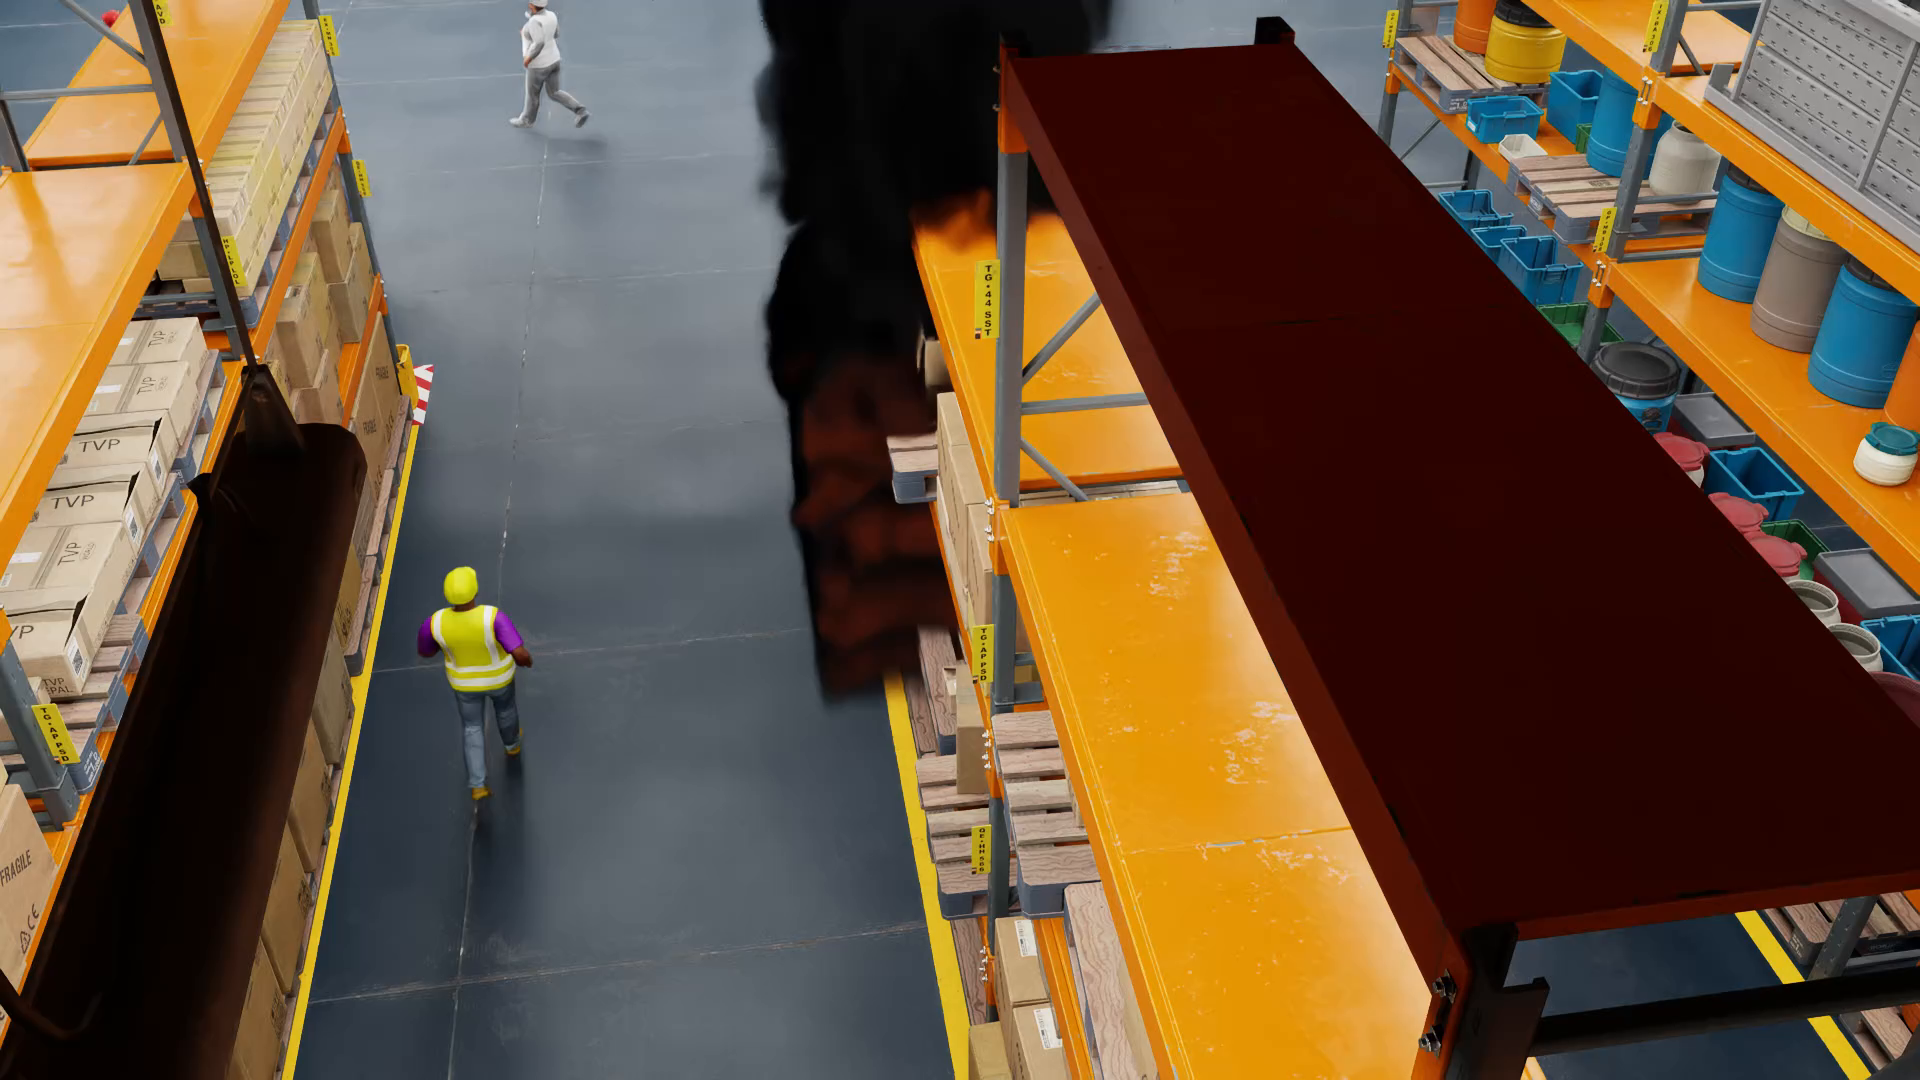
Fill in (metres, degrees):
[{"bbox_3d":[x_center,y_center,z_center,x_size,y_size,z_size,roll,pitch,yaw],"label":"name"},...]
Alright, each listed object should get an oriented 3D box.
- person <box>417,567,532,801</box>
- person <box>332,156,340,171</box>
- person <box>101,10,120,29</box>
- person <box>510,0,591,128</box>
[{"bbox_3d":[-3.090,0.885,10.744,0.710,1.747,0.968,-5,37,-7],"label":"person"},{"bbox_3d":[-6.370,-3.351,16.620,0.941,1.646,0.605,20,41,24],"label":"person"},{"bbox_3d":[-9.411,-5.149,18.957,0.735,1.815,0.641,19,40,24],"label":"person"},{"bbox_3d":[-4.959,-5.660,19.627,1.079,1.719,0.673,15,39,20],"label":"person"}]
